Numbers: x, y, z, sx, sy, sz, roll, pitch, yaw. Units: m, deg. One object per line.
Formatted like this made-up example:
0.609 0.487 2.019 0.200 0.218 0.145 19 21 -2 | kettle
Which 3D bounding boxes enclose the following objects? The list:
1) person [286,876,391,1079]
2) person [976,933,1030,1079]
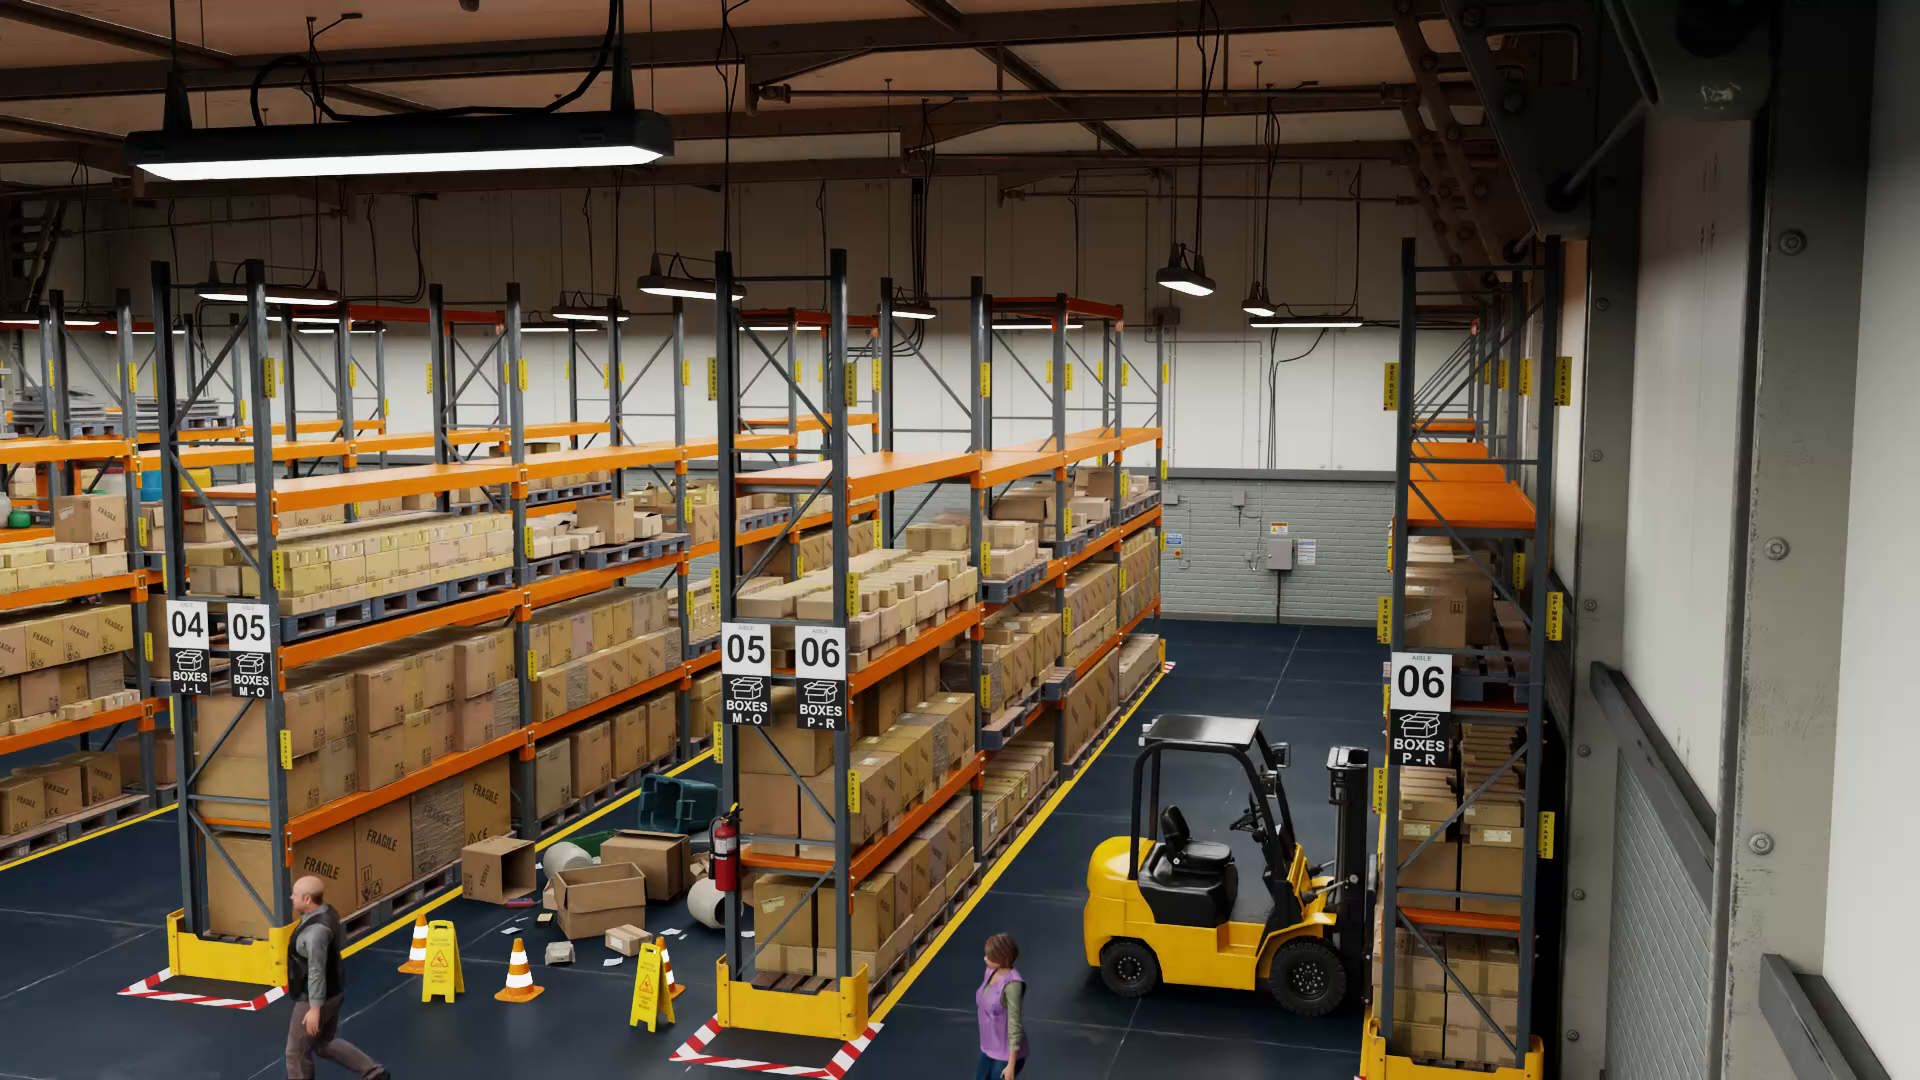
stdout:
-4.352 3.124 11.377 0.806 1.706 0.603 -1 6 -10 | person
0.325 3.256 10.577 0.598 1.584 0.472 -2 6 -19 | person
